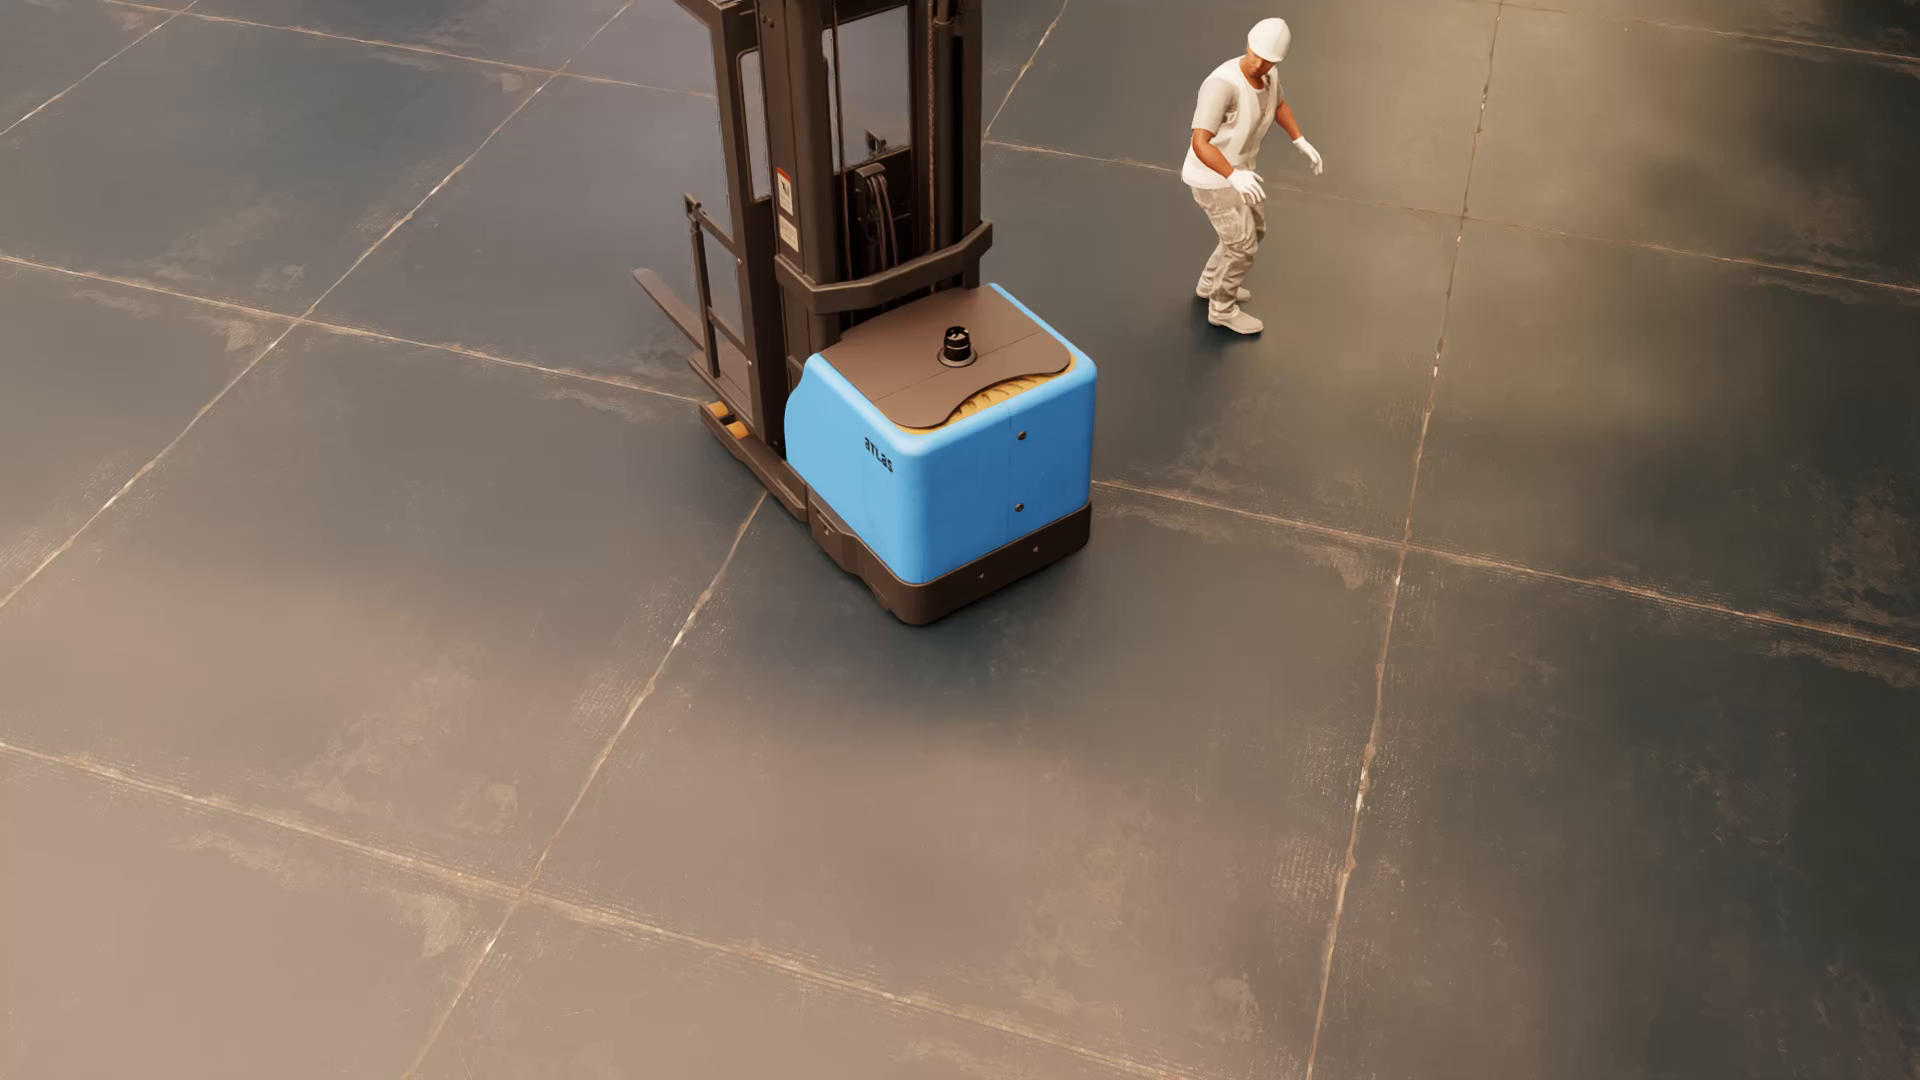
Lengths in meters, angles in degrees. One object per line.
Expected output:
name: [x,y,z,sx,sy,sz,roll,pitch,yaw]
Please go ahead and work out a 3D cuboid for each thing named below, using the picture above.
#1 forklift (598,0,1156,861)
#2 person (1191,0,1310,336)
forklift: [-0.322,-0.702,6.443,1.130,2.935,3.031,23,48,23]
person: [1.481,-1.953,8.642,0.450,1.773,0.622,24,48,24]
